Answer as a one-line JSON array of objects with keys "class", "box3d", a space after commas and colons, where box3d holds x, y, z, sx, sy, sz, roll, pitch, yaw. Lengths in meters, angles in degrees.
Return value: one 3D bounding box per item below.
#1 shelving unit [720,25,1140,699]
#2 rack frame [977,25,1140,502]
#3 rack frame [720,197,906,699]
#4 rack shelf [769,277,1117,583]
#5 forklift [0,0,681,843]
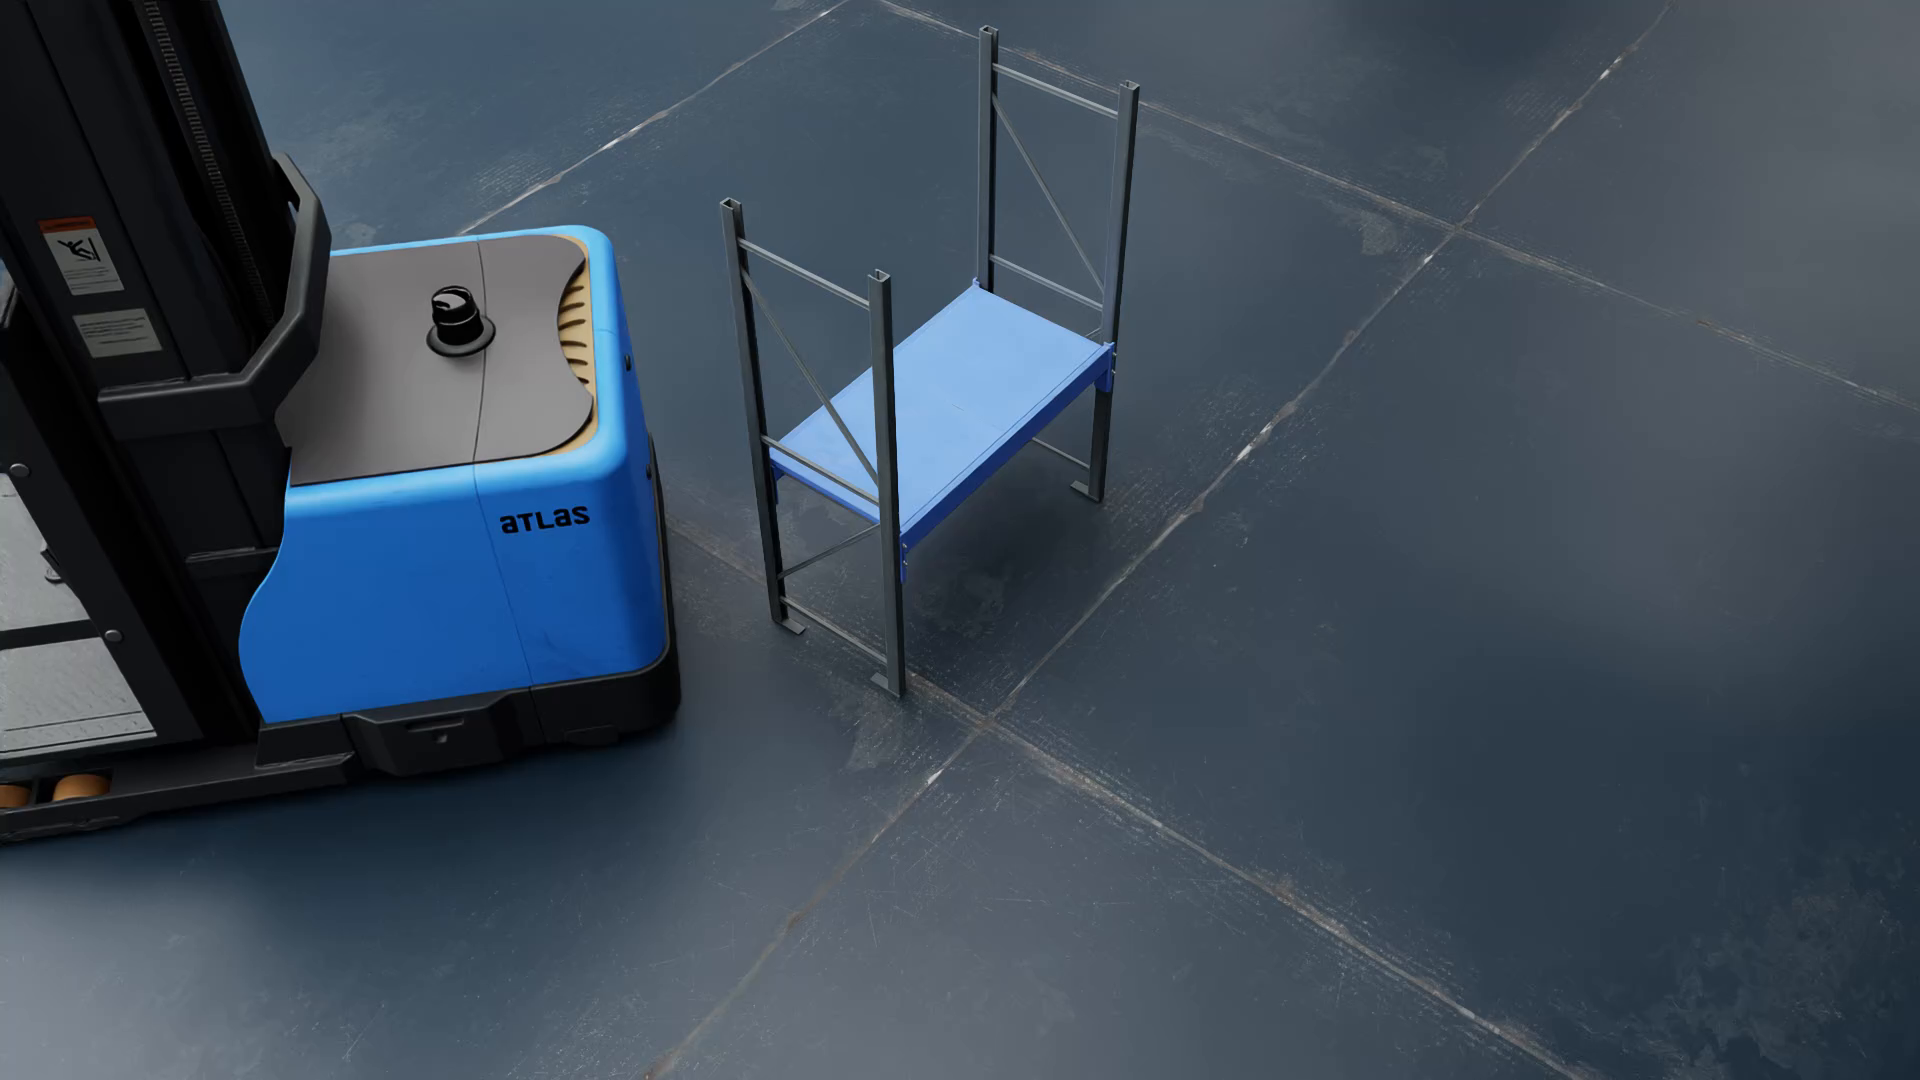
[{"class": "shelving unit", "box3d": [-0.052, -0.469, 4.661, 0.538, 1.500, 1.048, 29, 53, 25]}, {"class": "rack frame", "box3d": [0.259, -0.760, 4.939, 0.500, 1.500, 0.032, 29, 53, 25]}, {"class": "rack frame", "box3d": [-0.363, -0.178, 4.383, 0.500, 1.500, 0.032, 29, 53, 25]}, {"class": "rack shelf", "box3d": [-0.052, -0.345, 4.791, 0.538, 0.185, 1.000, 29, 53, 25]}, {"class": "forklift", "box3d": [-2.360, -0.617, 3.813, 3.031, 2.935, 1.130, -8, 47, -7]}]
